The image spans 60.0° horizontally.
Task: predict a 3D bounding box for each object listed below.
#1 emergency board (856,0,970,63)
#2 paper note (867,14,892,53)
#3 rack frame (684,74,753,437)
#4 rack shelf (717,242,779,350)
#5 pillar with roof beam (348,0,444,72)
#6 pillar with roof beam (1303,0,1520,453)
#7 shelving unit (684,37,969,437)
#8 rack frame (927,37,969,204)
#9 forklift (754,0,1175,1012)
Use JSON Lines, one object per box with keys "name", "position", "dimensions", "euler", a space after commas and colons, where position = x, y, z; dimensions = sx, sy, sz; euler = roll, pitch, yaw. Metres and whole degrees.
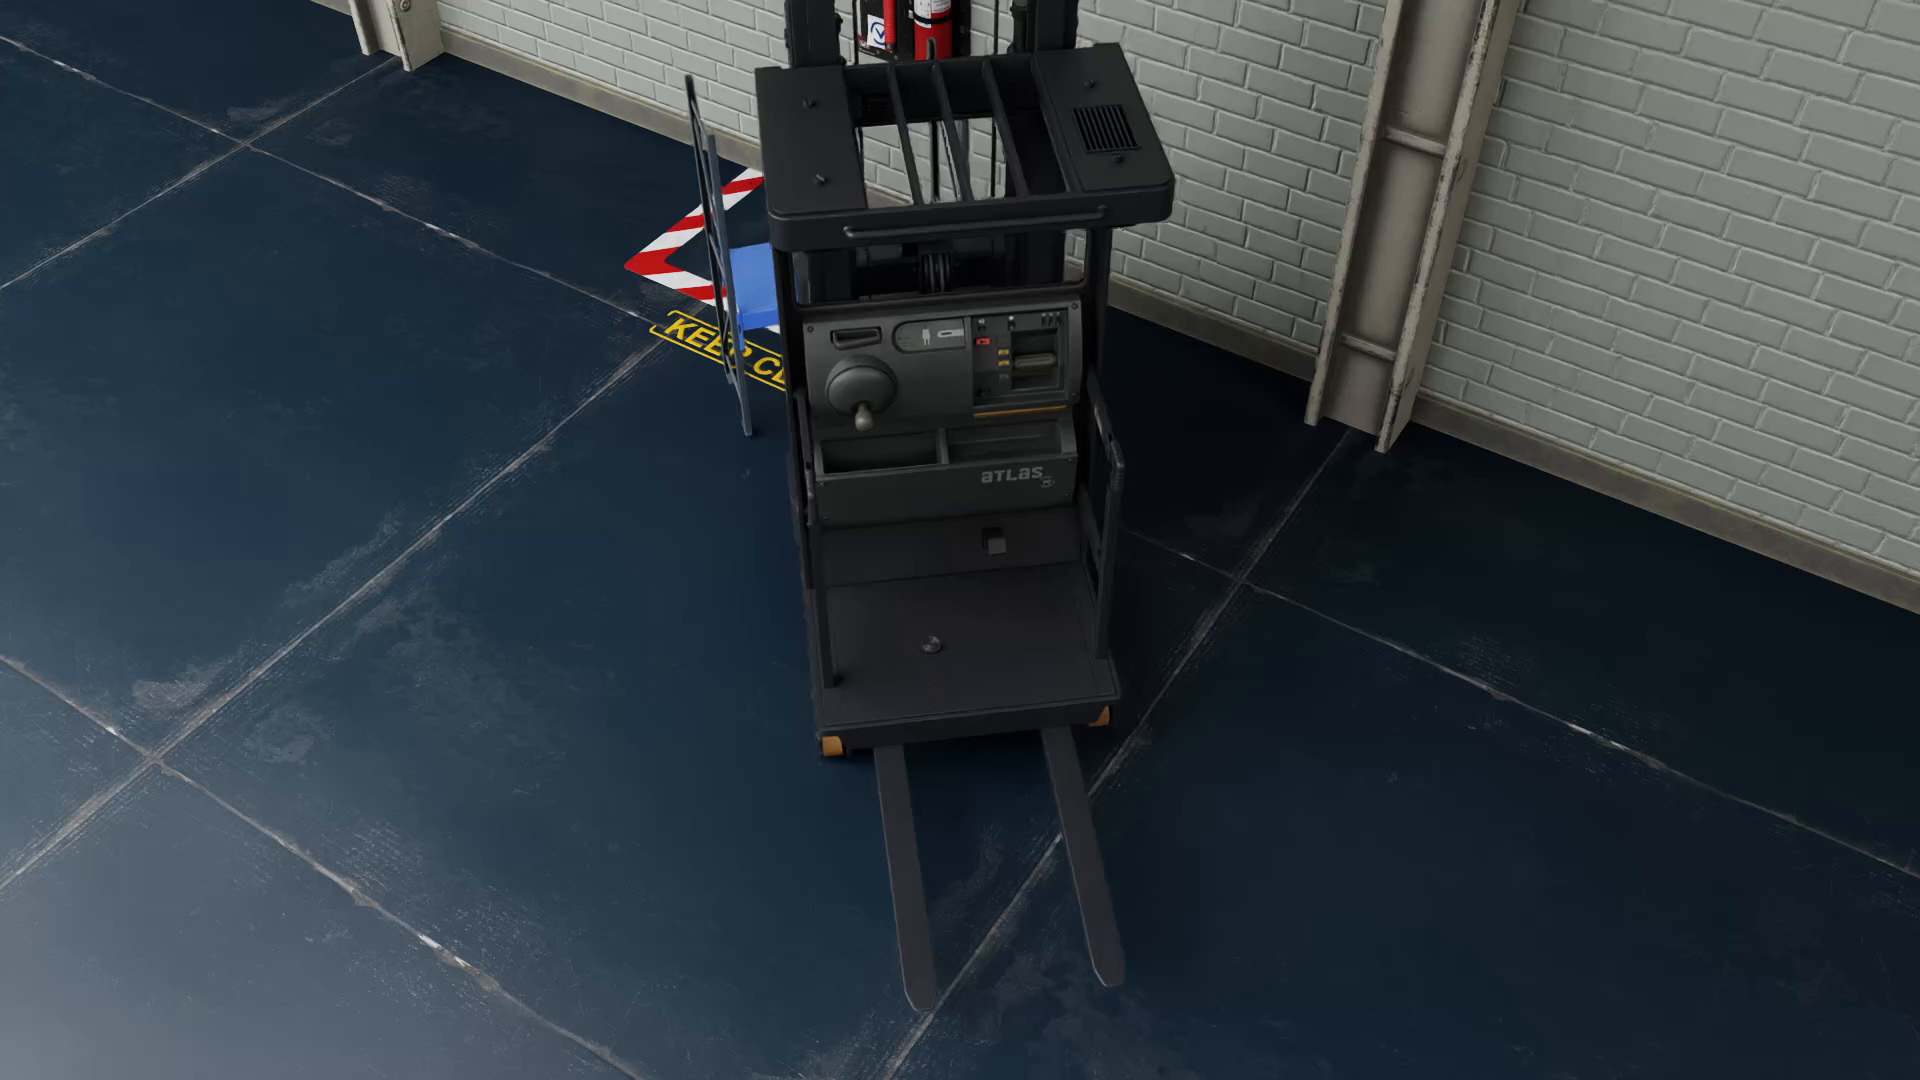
{"name": "emergency board", "position": [-0.265, -2.574, 7.382], "dimensions": [0.643, 1.169, 0.194], "euler": [25, 51, 22]}
{"name": "paper note", "position": [-0.376, -2.377, 7.805], "dimensions": [0.142, 0.148, 0.016], "euler": [25, 51, 22]}
{"name": "rack frame", "position": [-1.017, -1.169, 7.049], "dimensions": [0.032, 1.500, 0.500], "euler": [-12, 45, -12]}
{"name": "rack shelf", "position": [-0.528, -1.145, 7.276], "dimensions": [1.000, 0.185, 0.538], "euler": [-12, 45, -12]}
{"name": "pillar with roof beam", "position": [-5.580, -3.409, 4.010], "dimensions": [0.400, 9.000, 9.100], "euler": [25, 51, 22]}
{"name": "pillar with roof beam", "position": [-0.529, -1.086, 1.753], "dimensions": [0.400, 9.000, 9.100], "euler": [25, 51, 22]}
{"name": "shelving unit", "position": [-0.531, -1.275, 7.152], "dimensions": [1.048, 1.500, 0.538], "euler": [-12, 45, -12]}
{"name": "rack frame", "position": [-0.044, -1.381, 7.255], "dimensions": [0.032, 1.500, 0.500], "euler": [-12, 45, -12]}
{"name": "forklift", "position": [-0.020, -0.494, 5.408], "dimensions": [1.130, 2.935, 3.031], "euler": [-6, 46, -6]}
